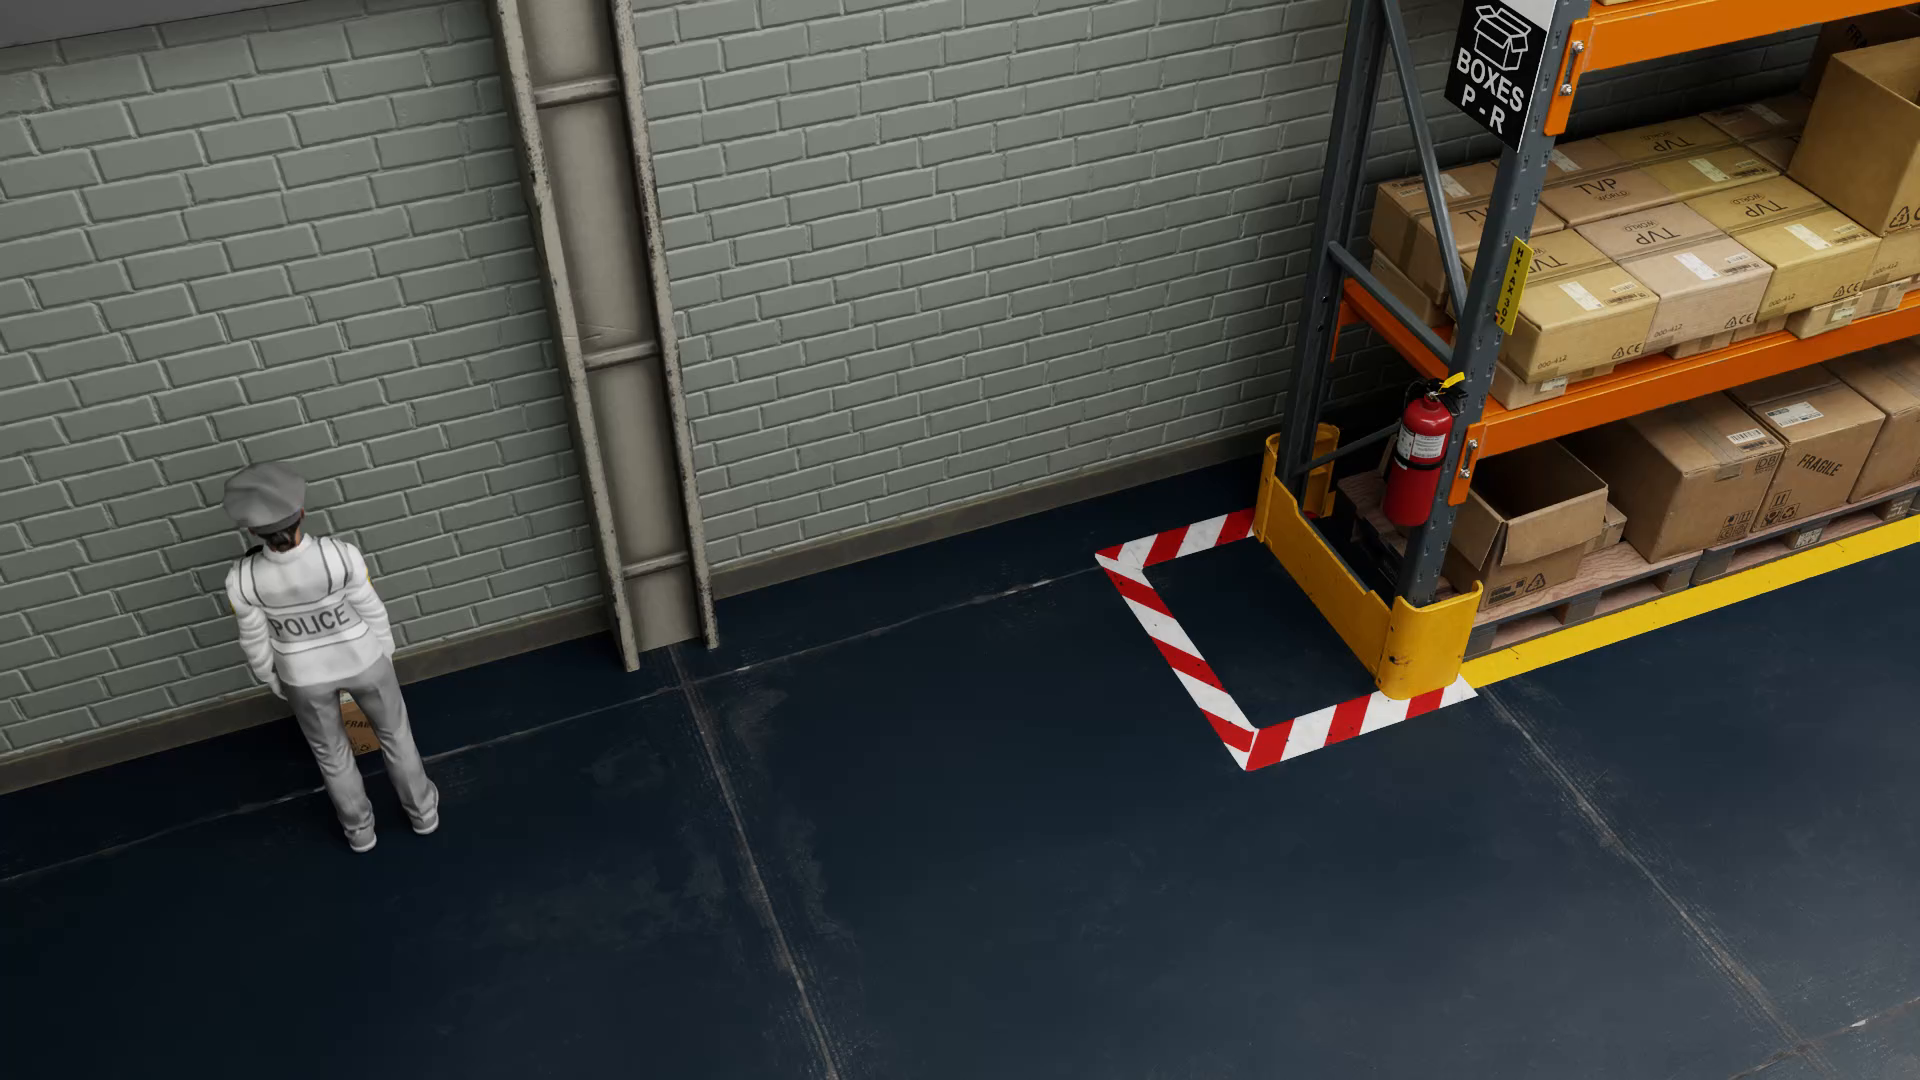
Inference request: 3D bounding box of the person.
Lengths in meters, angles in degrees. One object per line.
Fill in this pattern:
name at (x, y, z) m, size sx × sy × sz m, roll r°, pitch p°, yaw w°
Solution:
person at (-2.157, 0.423, 5.687) m, size 0.467 × 1.671 × 0.330 m, roll -14°, pitch 44°, yaw -15°
